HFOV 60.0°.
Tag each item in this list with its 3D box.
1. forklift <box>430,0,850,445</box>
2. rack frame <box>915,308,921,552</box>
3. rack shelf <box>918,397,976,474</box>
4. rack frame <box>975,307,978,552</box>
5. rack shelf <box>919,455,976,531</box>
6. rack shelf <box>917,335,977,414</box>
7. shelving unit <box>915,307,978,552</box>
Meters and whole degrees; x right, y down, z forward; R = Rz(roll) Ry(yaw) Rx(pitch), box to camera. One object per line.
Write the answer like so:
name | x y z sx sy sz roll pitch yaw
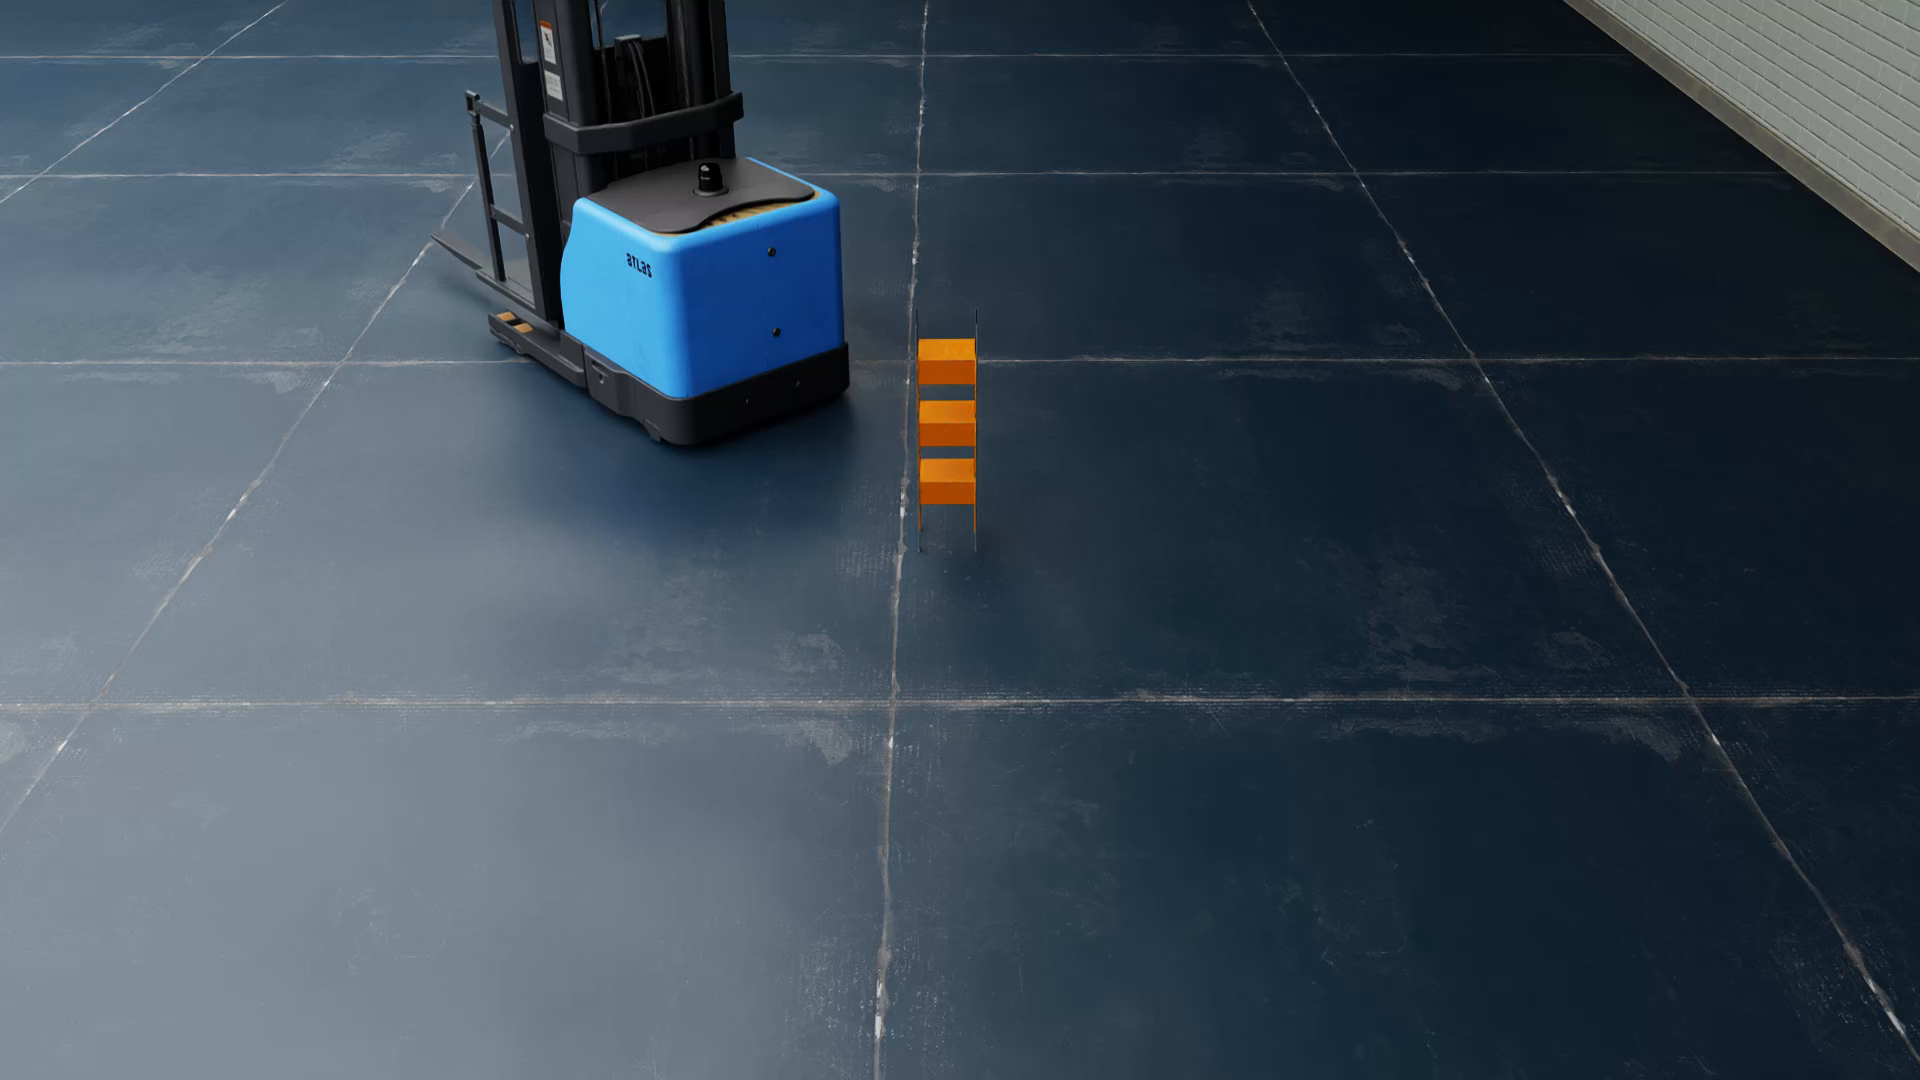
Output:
forklift | -1.893 -2.391 8.365 1.130 2.935 3.031 -24 39 -34
rack frame | -0.176 -0.448 6.977 0.008 1.050 0.200 0 31 0
rack shelf | -0.054 -0.440 6.983 0.240 0.259 0.215 0 31 0
rack frame | 0.068 -0.449 6.978 0.008 1.050 0.200 0 31 0
rack shelf | -0.054 -0.202 7.127 0.240 0.259 0.215 0 31 0
rack shelf | -0.054 -0.682 6.836 0.240 0.259 0.215 0 31 0
shelving unit | -0.054 -0.449 6.977 0.252 1.050 0.215 0 31 0
